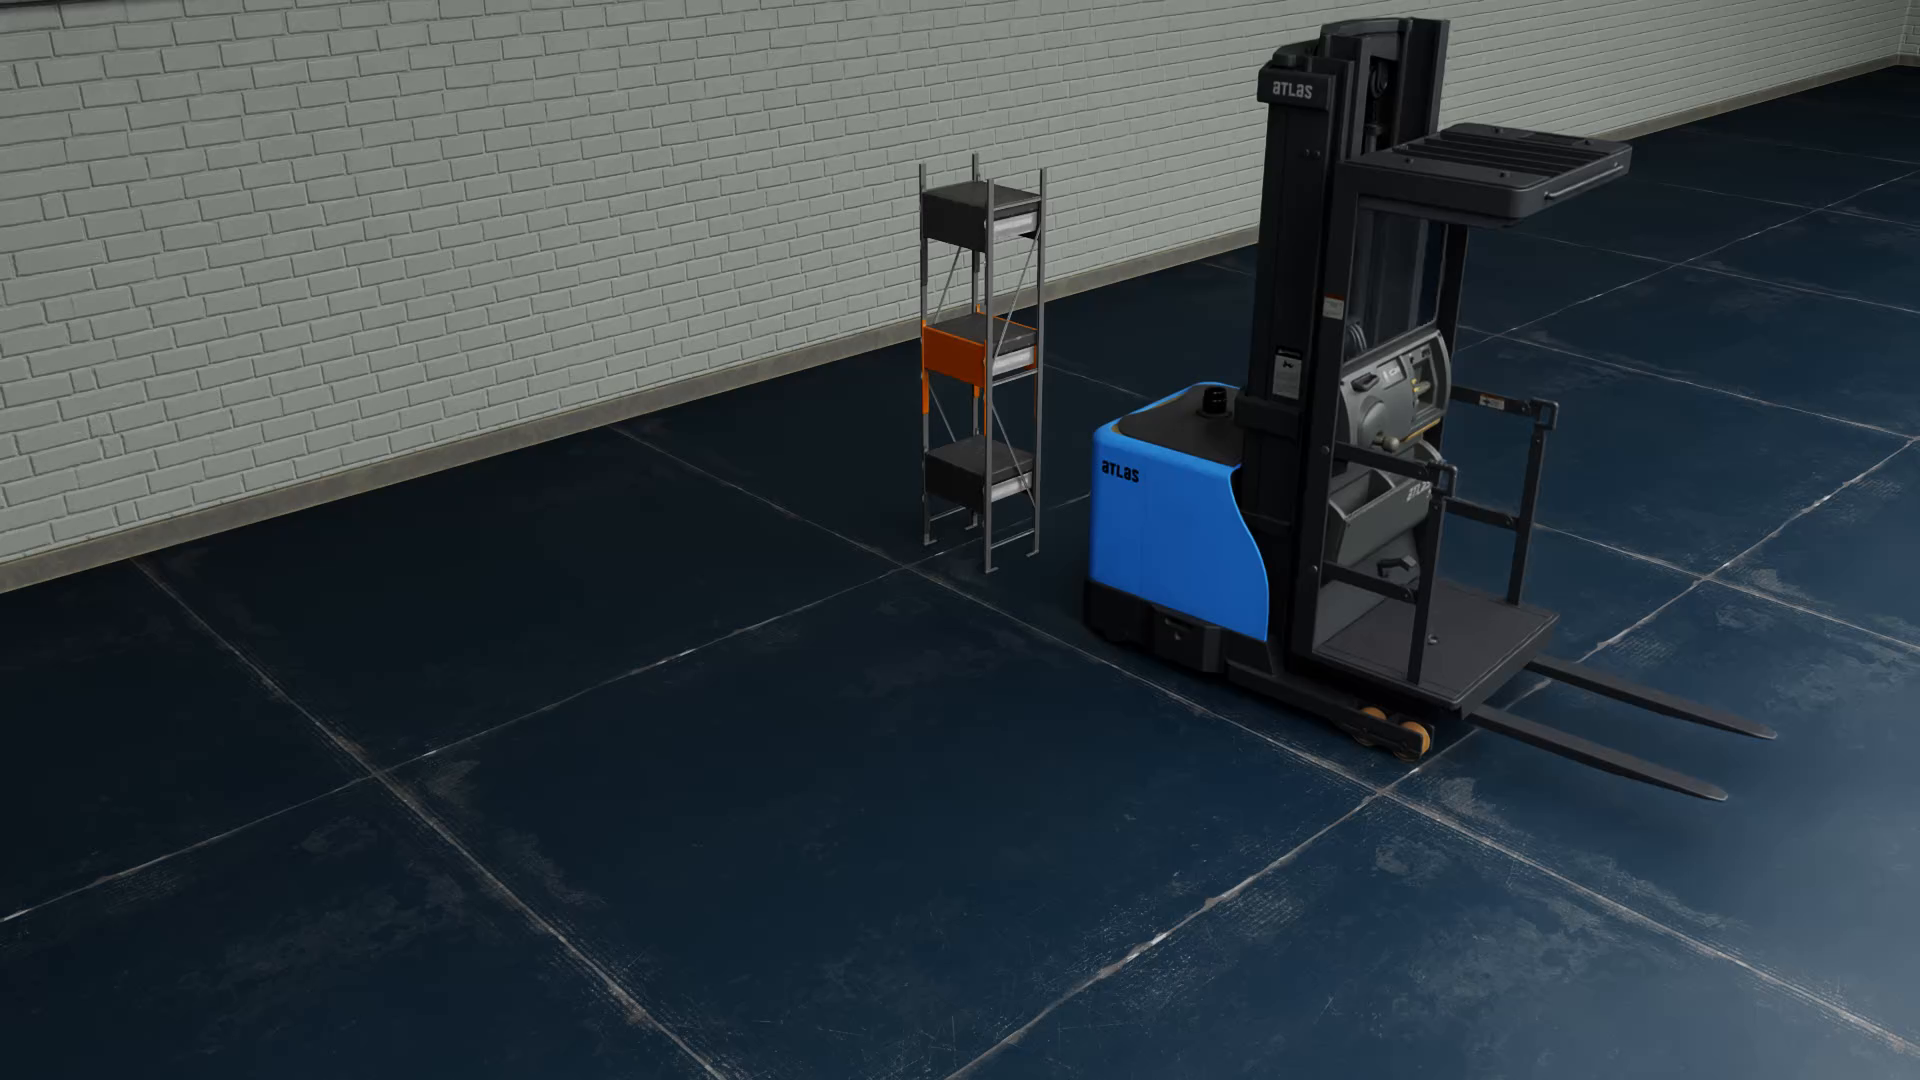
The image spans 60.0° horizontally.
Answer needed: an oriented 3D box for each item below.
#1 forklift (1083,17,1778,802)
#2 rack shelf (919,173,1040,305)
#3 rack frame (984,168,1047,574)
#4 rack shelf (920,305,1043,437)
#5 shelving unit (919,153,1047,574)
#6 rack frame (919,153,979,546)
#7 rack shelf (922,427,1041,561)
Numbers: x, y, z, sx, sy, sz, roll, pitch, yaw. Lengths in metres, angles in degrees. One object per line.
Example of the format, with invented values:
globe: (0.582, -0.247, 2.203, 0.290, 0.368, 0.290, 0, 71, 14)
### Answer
forklift: (2.052, -0.628, 7.096, 3.031, 2.935, 1.130, 20, 31, 37)
rack shelf: (0.113, -1.530, 8.419, 0.431, 0.518, 0.480, -21, 32, -38)
rack frame: (0.280, -0.831, 8.542, 0.400, 2.100, 0.015, -21, 32, -38)
rack shelf: (0.113, -0.893, 8.710, 0.431, 0.518, 0.480, -21, 32, -38)
shelving unit: (0.113, -0.905, 8.704, 0.431, 2.100, 0.503, -21, 32, -38)
rack frame: (-0.054, -0.979, 8.866, 0.400, 2.100, 0.015, -21, 32, -38)
rack shelf: (0.113, -0.256, 9.000, 0.431, 0.518, 0.480, -21, 32, -38)
